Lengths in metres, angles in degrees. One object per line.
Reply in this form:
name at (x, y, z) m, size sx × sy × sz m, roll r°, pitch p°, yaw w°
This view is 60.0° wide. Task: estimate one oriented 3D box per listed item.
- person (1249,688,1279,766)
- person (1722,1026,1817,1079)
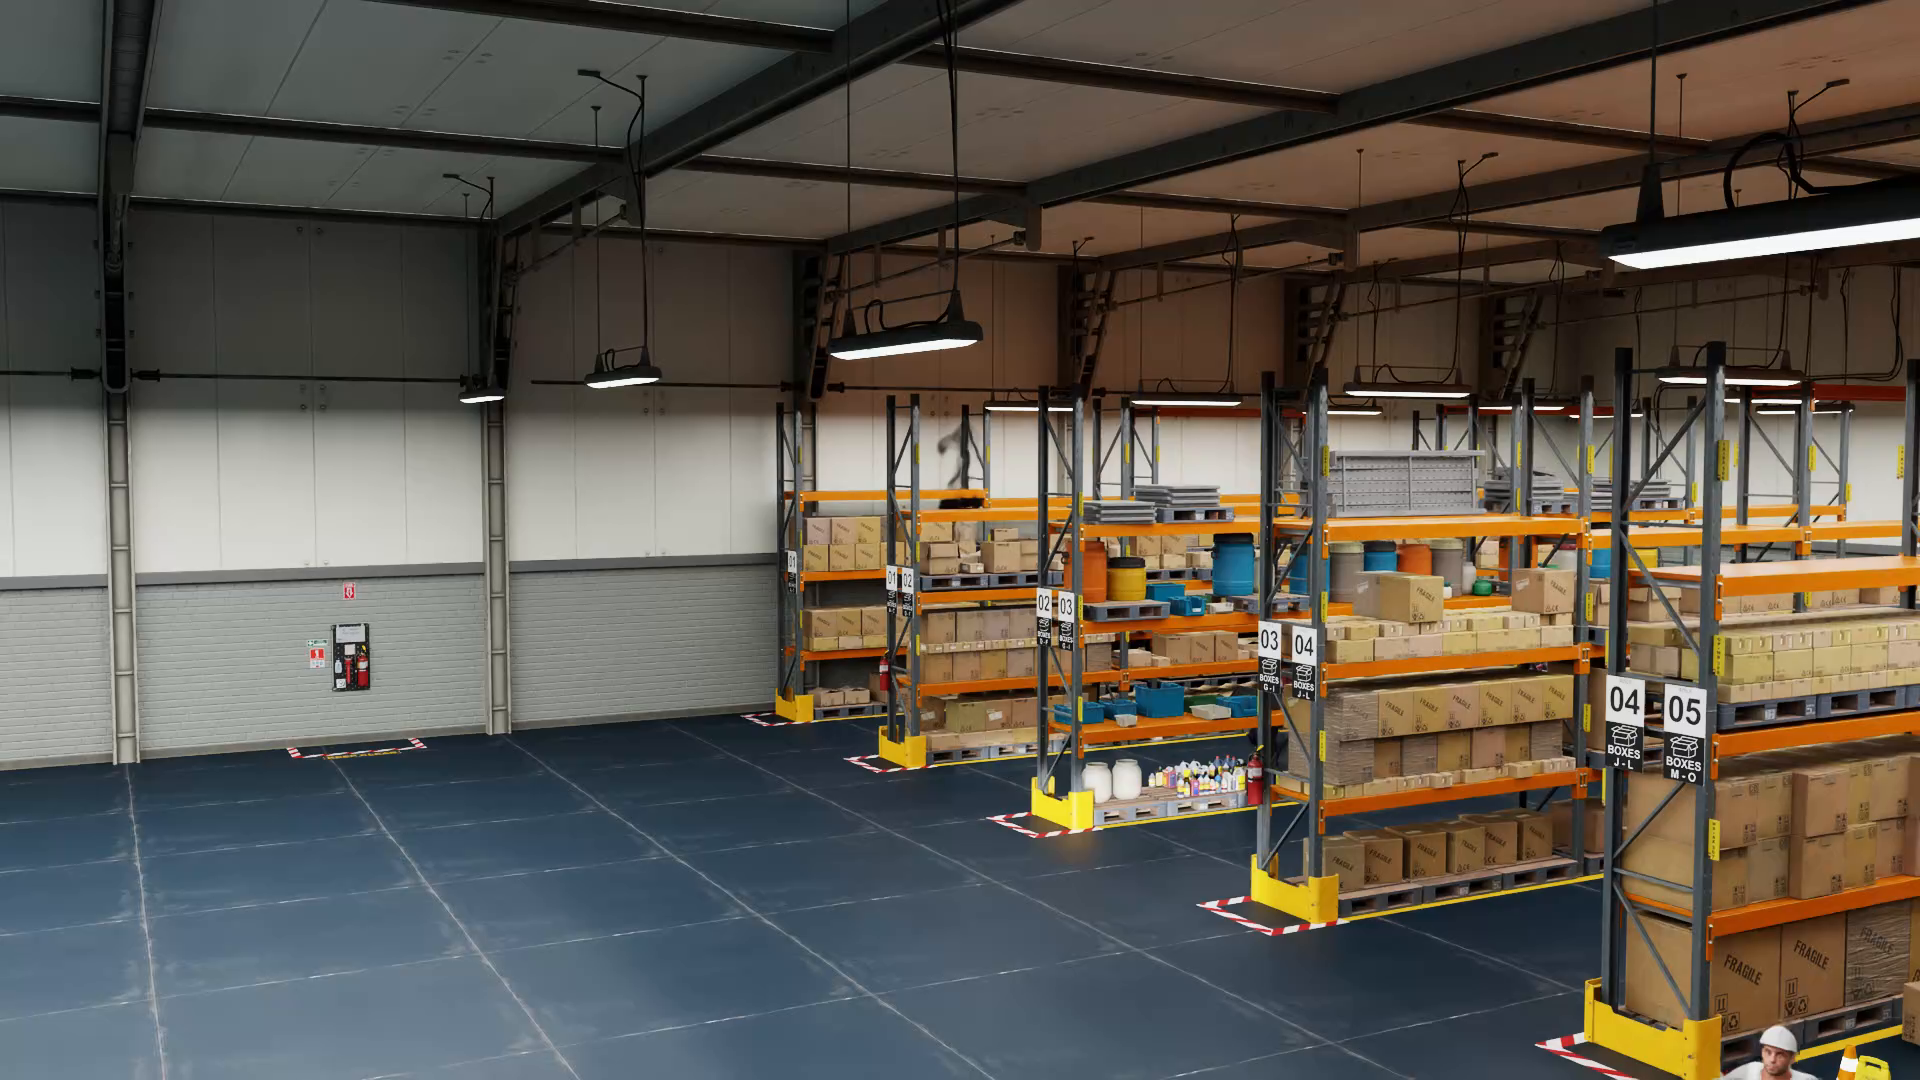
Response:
person at (4.873, 2.849, 26.620) m, size 0.583 × 1.613 × 0.574 m, roll -2°, pitch 4°, yaw -31°
person at (4.796, 3.743, 9.915) m, size 0.885 × 1.778 × 0.732 m, roll 2°, pitch 4°, yaw 38°
